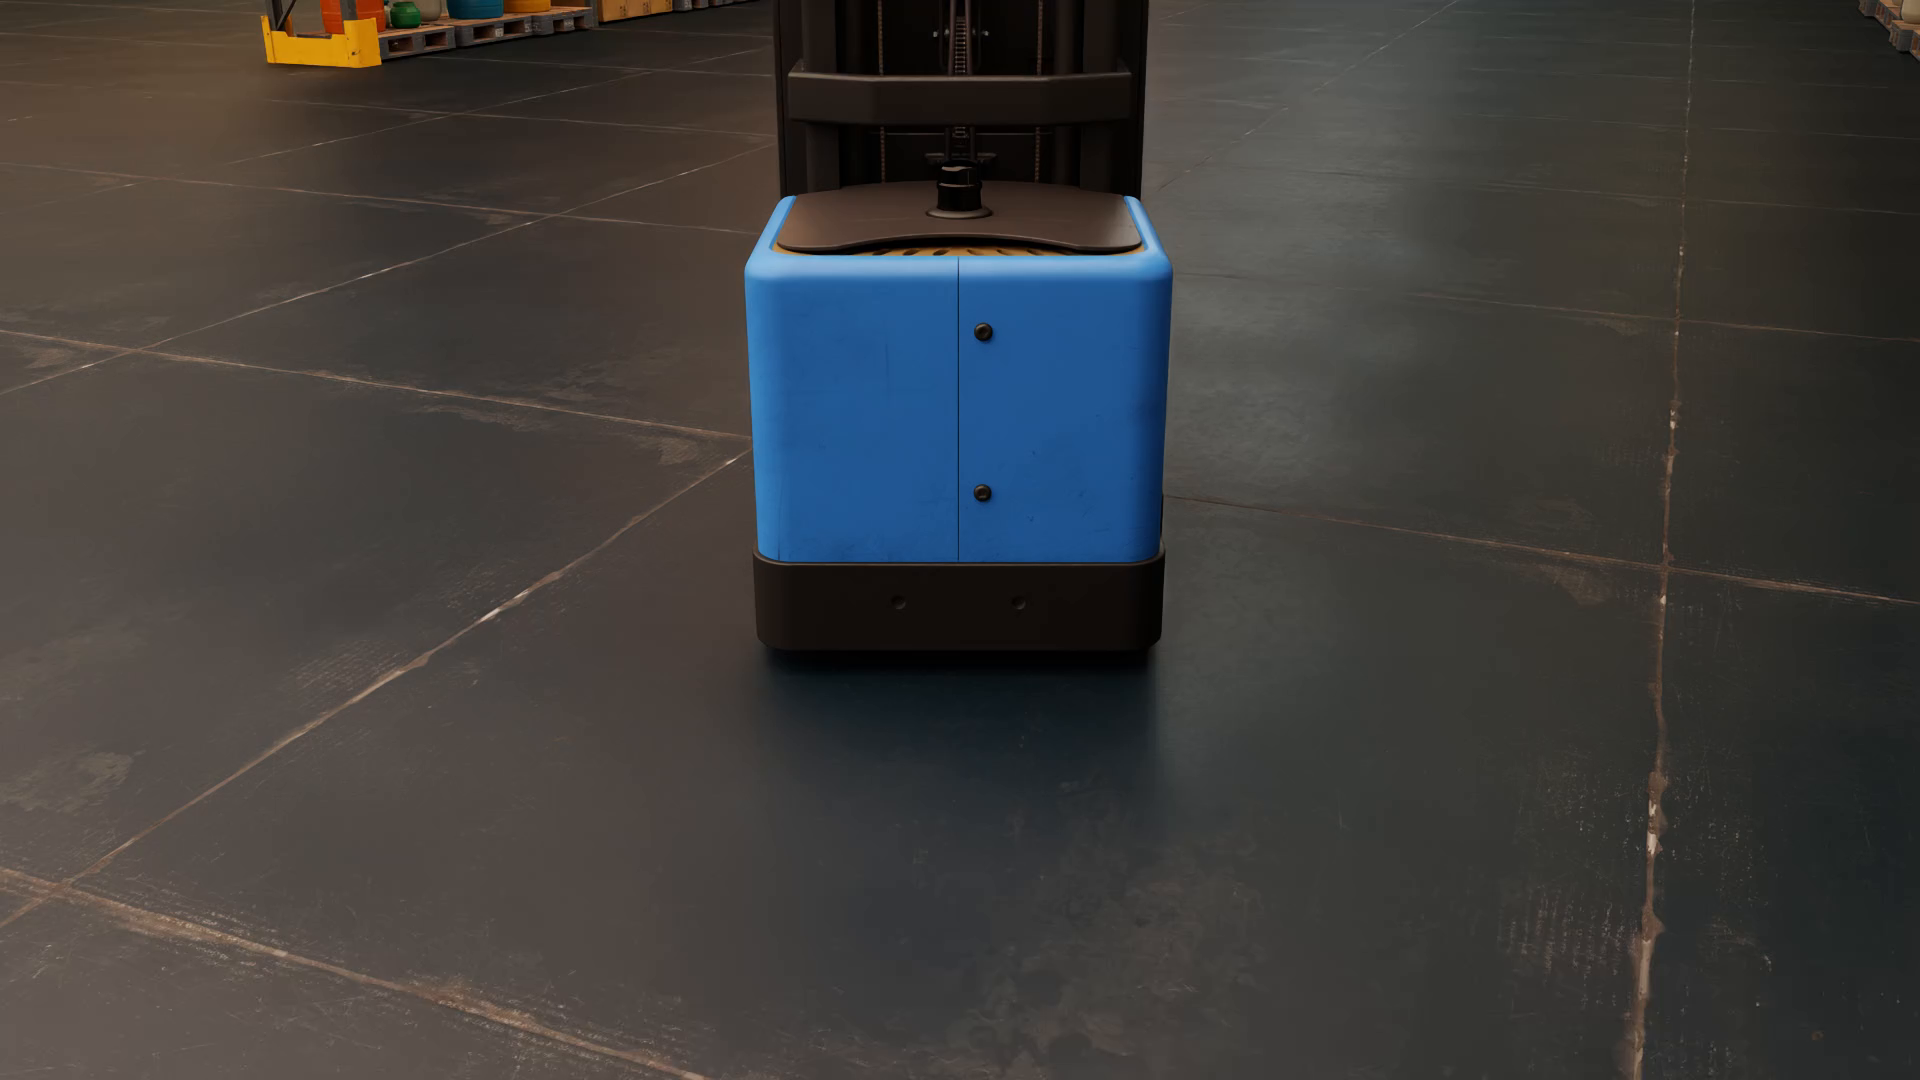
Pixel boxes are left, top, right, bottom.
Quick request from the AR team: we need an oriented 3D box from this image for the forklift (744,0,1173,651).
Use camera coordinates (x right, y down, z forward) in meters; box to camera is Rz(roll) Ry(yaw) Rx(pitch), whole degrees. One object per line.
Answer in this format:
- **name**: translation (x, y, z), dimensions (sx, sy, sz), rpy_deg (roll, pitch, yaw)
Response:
- **forklift**: translation (0.002, -1.587, 5.089), dimensions (1.130, 2.935, 3.031), rpy_deg (0, 23, 0)
